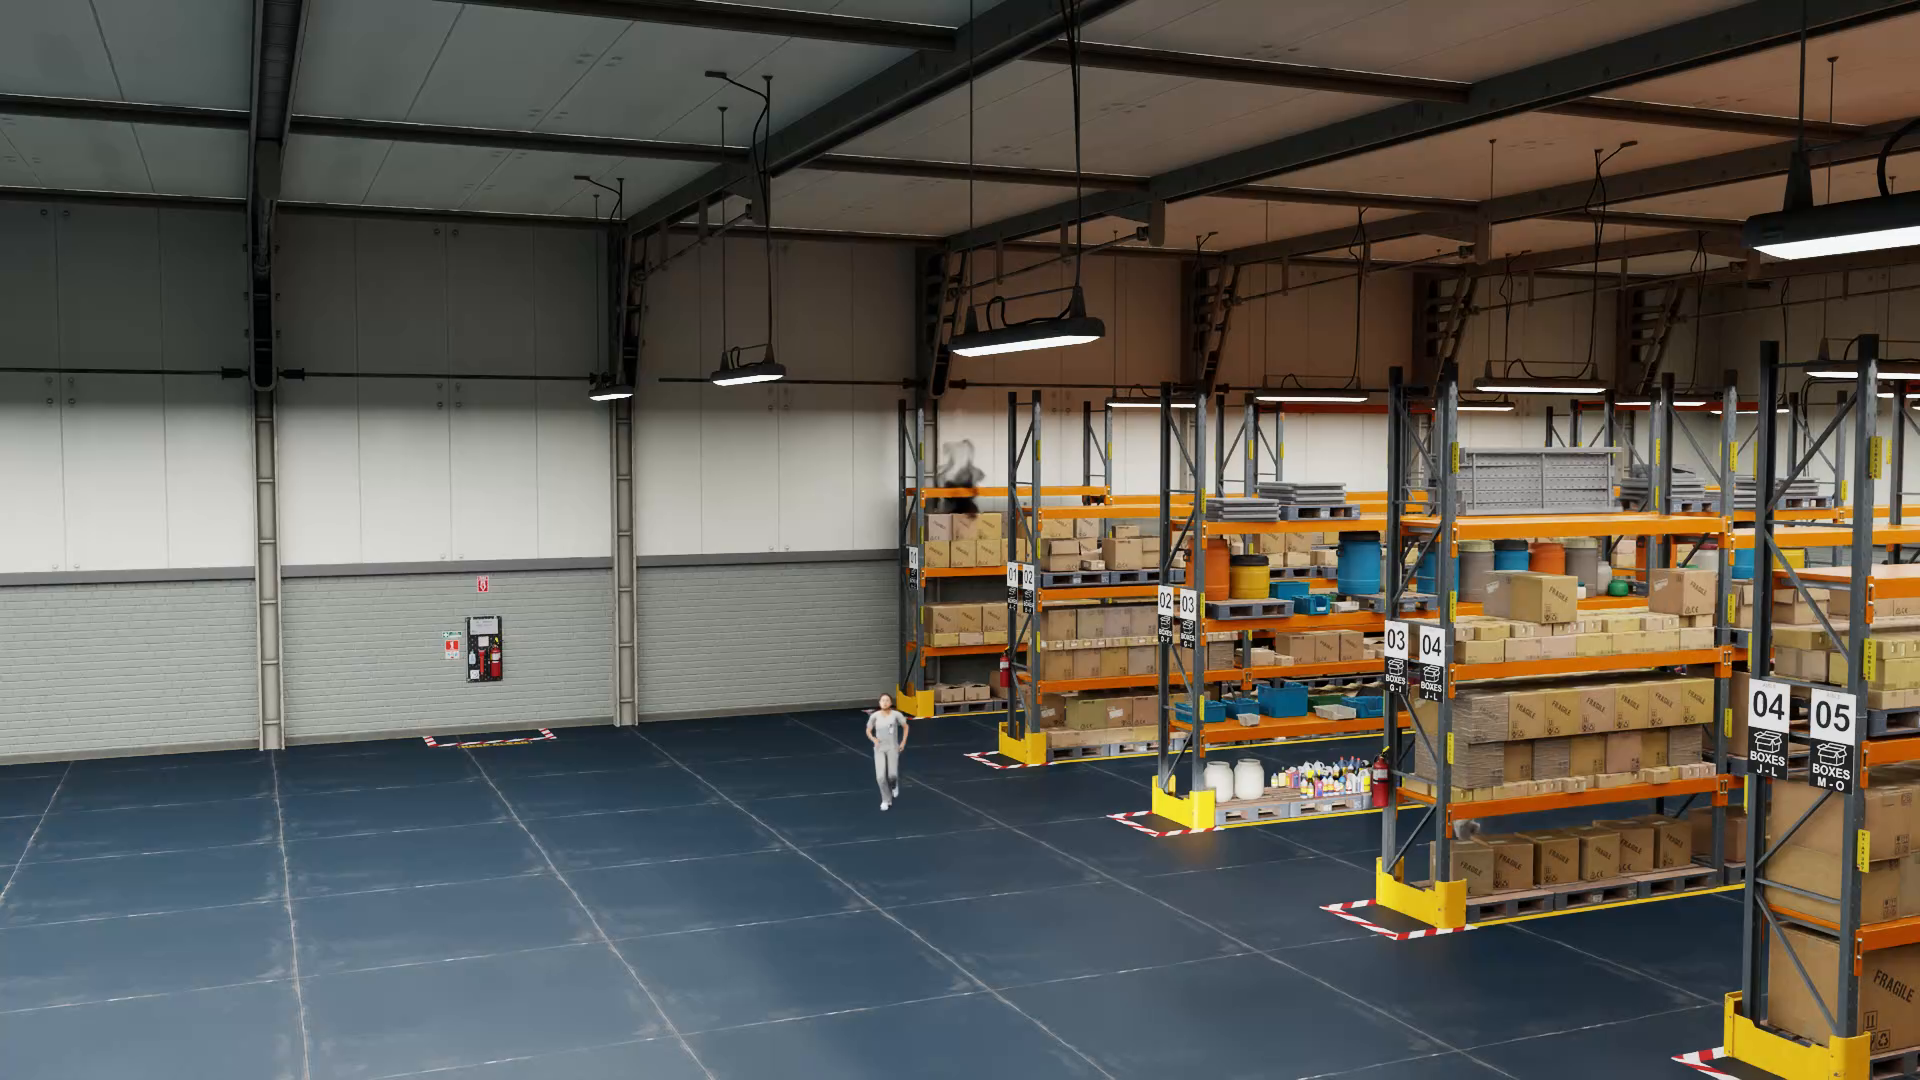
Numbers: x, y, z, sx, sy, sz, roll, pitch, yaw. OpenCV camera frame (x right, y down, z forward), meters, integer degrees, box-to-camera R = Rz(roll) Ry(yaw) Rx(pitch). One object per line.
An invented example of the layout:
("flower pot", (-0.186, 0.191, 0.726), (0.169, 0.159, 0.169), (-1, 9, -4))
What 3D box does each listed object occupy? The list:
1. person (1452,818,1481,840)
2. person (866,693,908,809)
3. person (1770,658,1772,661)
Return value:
("person", (6.205, 3.110, 20.381), (0.634, 1.733, 0.714), (-2, 4, -27))
("person", (-1.037, 2.974, 23.504), (0.601, 1.637, 0.578), (0, 3, 3))
("person", (15.374, 2.447, 31.537), (0.748, 1.828, 0.694), (-2, 4, -33))
